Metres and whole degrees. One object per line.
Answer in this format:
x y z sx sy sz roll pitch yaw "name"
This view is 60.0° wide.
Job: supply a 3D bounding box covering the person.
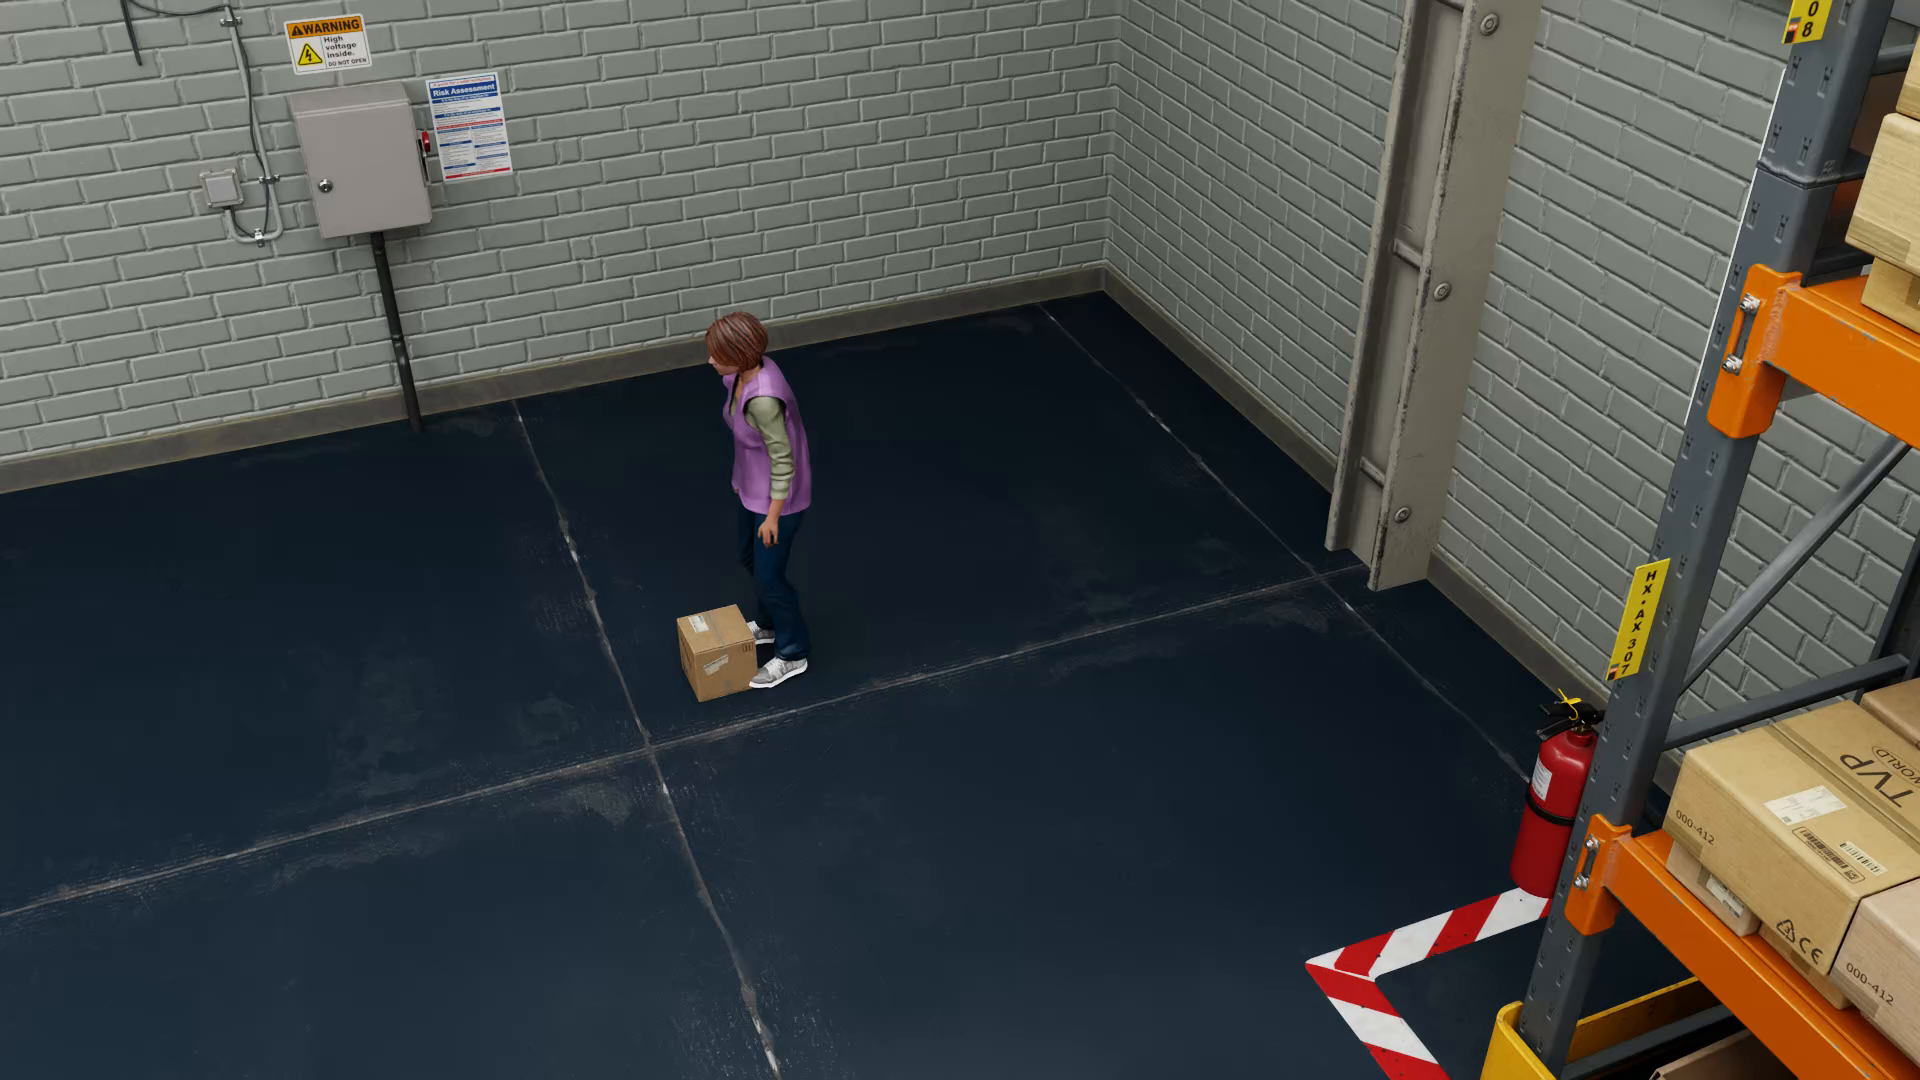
-0.752 -0.162 6.393 0.344 1.592 0.460 -13 36 -18 "person"
